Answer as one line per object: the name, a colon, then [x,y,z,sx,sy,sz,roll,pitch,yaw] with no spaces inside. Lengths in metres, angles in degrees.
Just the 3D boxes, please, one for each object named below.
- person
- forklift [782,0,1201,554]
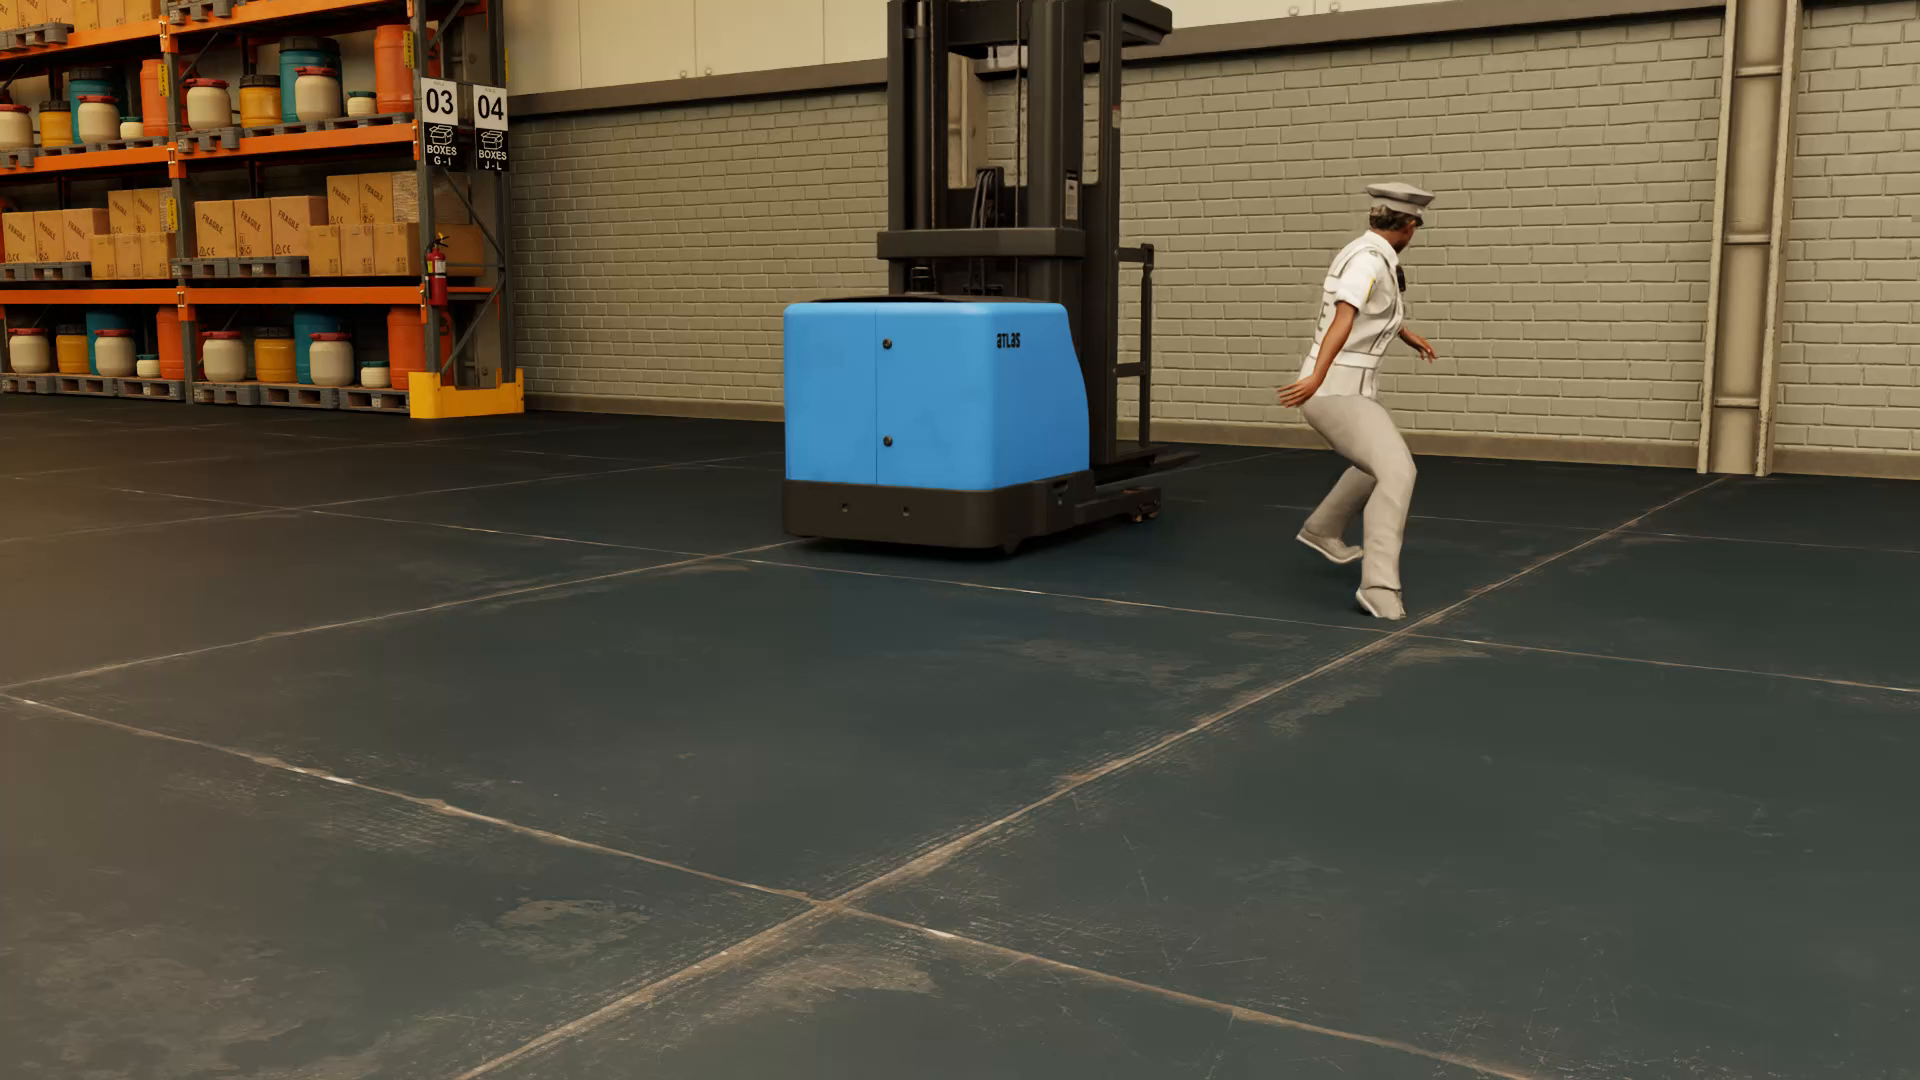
person: [1.471,-0.492,6.083,0.515,1.605,1.062,3,8,17]
forklift: [0.362,-1.561,8.168,1.130,2.935,3.031,4,9,28]
